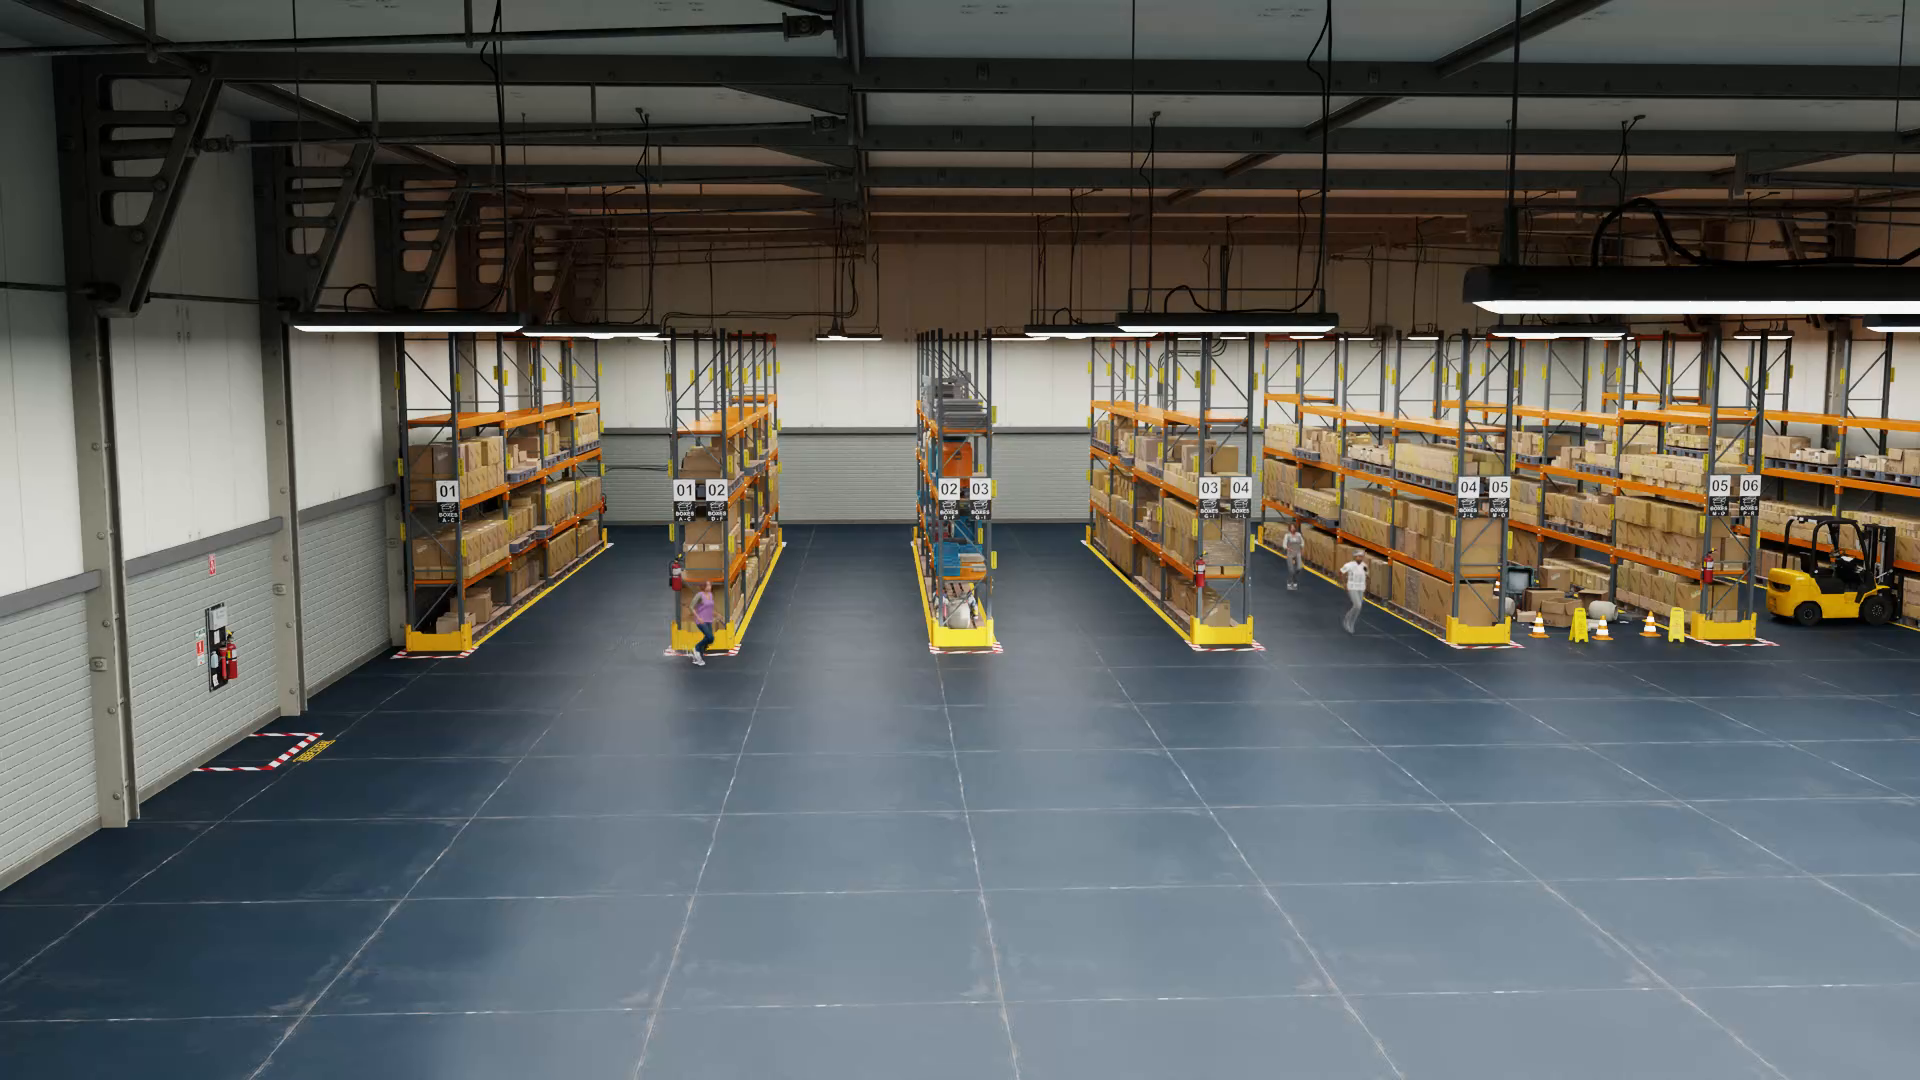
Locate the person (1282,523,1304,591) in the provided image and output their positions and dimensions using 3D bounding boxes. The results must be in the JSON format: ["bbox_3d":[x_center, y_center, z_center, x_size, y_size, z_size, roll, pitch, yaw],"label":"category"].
[{"bbox_3d":[7.761,0.389,38.648,0.546,1.564,0.635,0,7,0],"label":"person"}]

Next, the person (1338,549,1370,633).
[{"bbox_3d":[7.863,1.003,33.040,0.564,1.682,0.713,-3,7,-23],"label":"person"}]

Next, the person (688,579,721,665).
[{"bbox_3d":[-4.553,1.470,29.690,0.565,1.548,0.507,4,8,30],"label":"person"}]

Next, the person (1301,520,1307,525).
[{"bbox_3d":[10.060,-0.871,48.888,0.554,1.681,0.701,6,9,43],"label":"person"}]
